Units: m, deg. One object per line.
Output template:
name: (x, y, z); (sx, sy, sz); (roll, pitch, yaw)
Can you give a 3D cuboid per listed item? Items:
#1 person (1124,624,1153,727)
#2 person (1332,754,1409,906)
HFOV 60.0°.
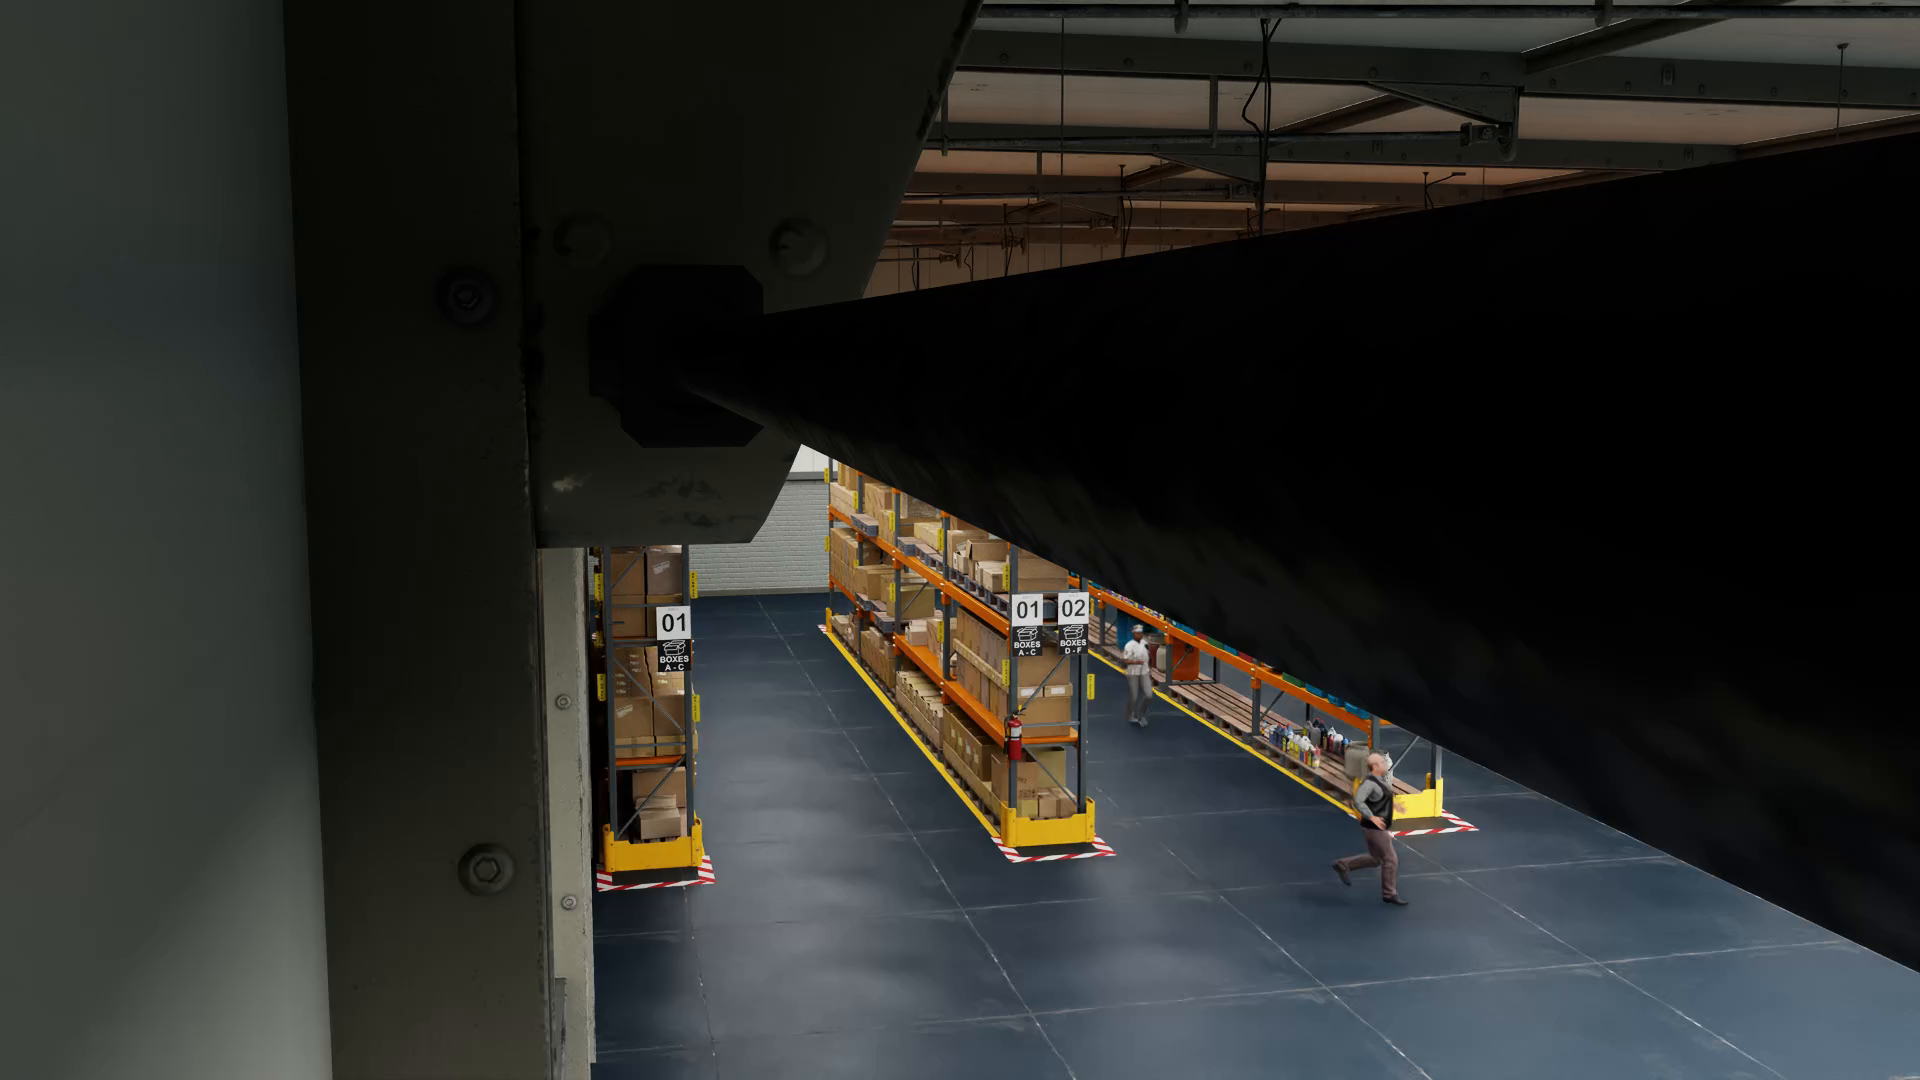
person: (2.964, 2.245, 27.472); (0.555, 1.727, 0.660); (-2, 7, -18)
person: (4.670, 3.265, 18.843); (0.875, 1.721, 0.662); (2, 7, 18)
